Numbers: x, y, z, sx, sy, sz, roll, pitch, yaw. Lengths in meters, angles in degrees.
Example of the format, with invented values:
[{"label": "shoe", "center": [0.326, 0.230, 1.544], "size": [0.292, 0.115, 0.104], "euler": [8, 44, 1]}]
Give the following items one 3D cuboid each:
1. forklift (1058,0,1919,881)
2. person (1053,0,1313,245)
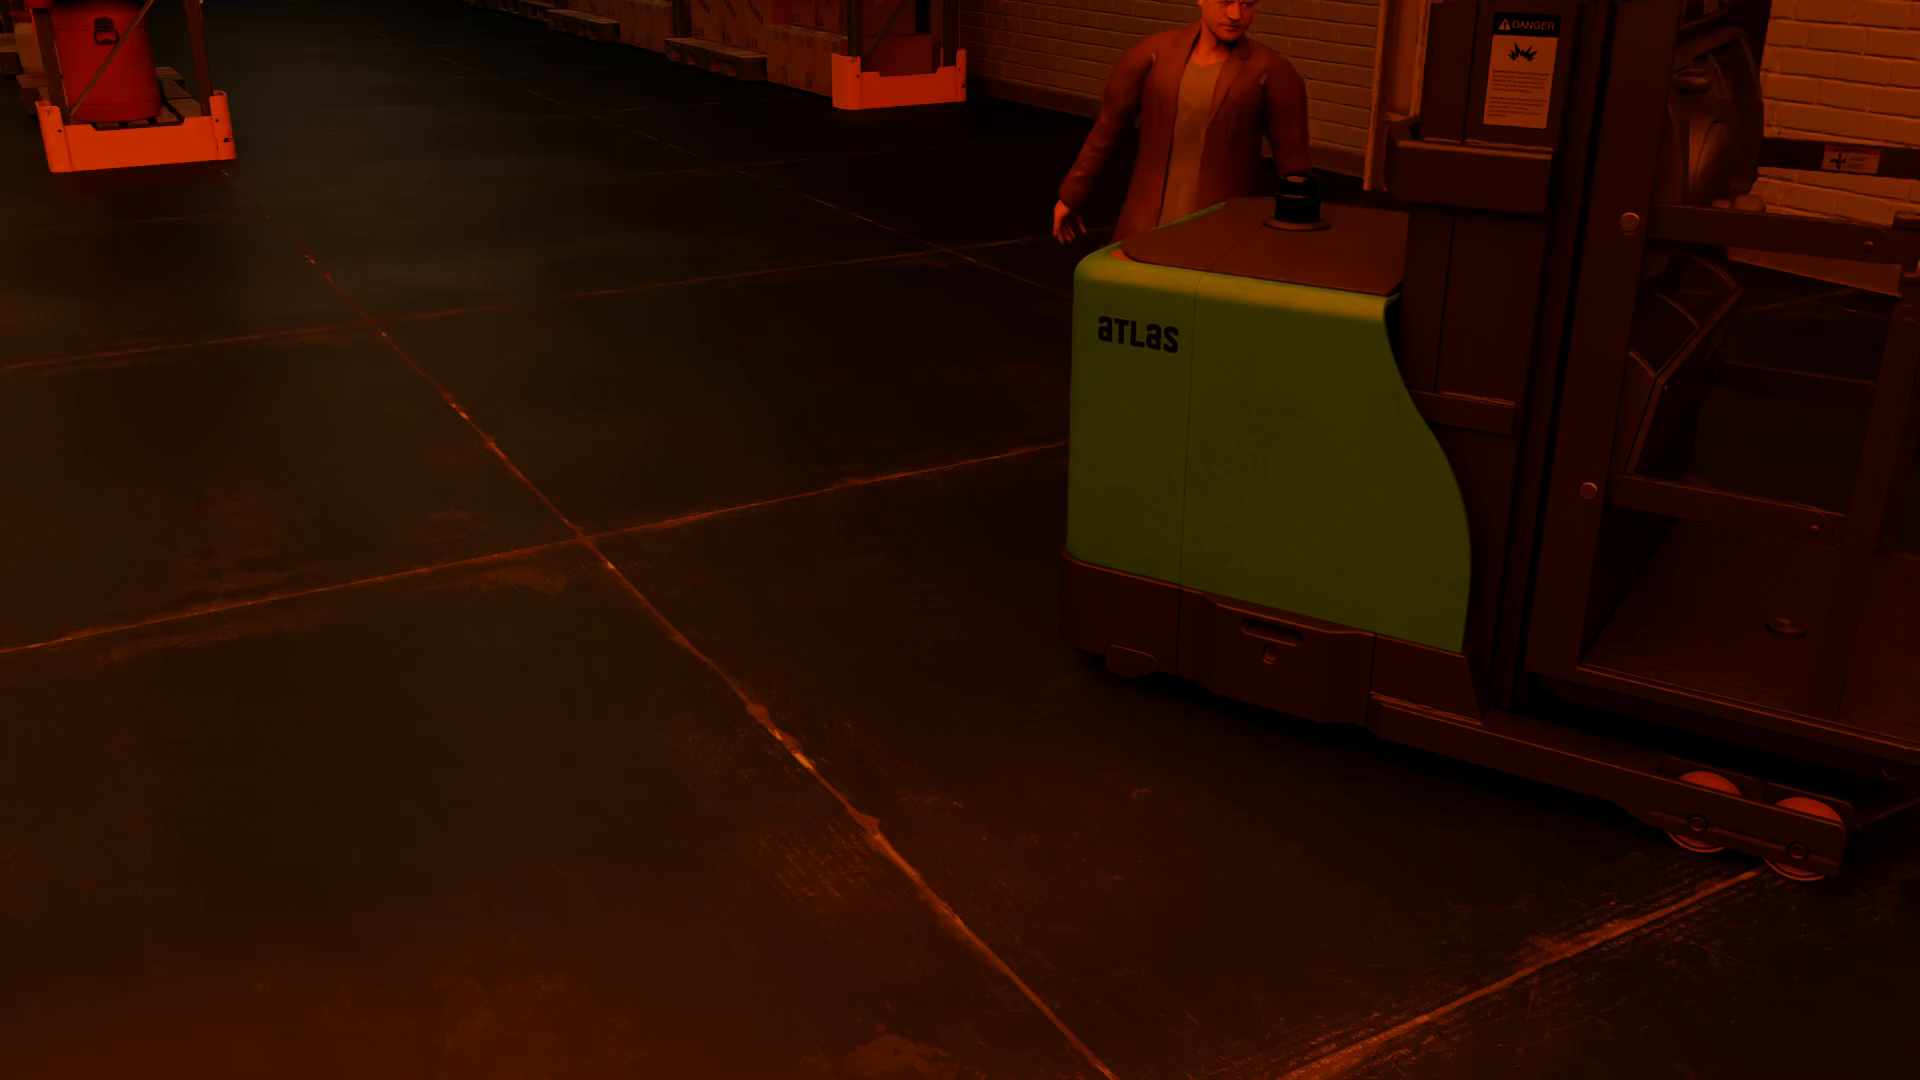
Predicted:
[{"label": "forklift", "center": [1.772, -0.885, 3.429], "size": [3.031, 2.935, 1.130], "euler": [14, 26, 30]}, {"label": "person", "center": [0.734, -0.985, 5.355], "size": [0.935, 1.739, 0.584], "euler": [9, 24, 21]}]
